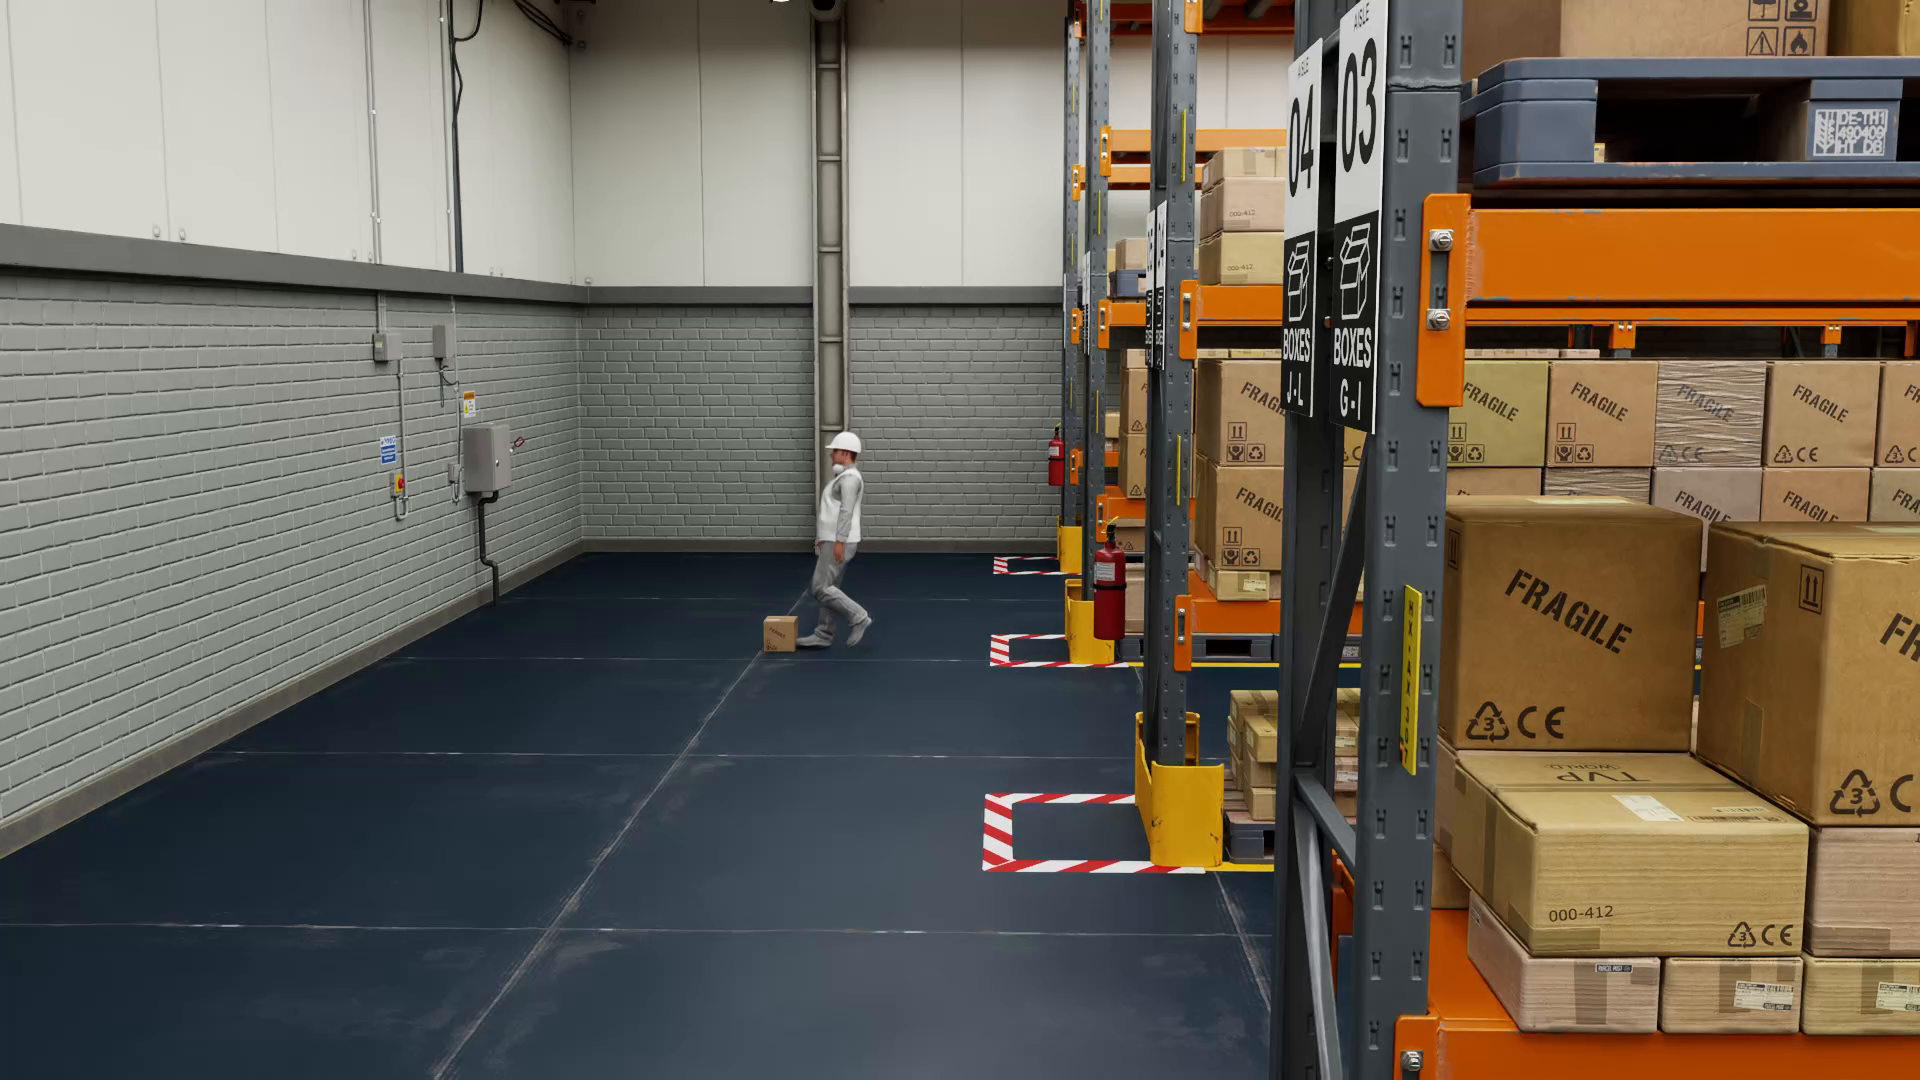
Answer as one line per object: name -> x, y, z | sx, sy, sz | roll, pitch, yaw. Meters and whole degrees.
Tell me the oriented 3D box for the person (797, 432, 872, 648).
person -> -1.036, 0.007, 13.527 | 0.630, 1.763, 0.564 | 0, 7, -4
